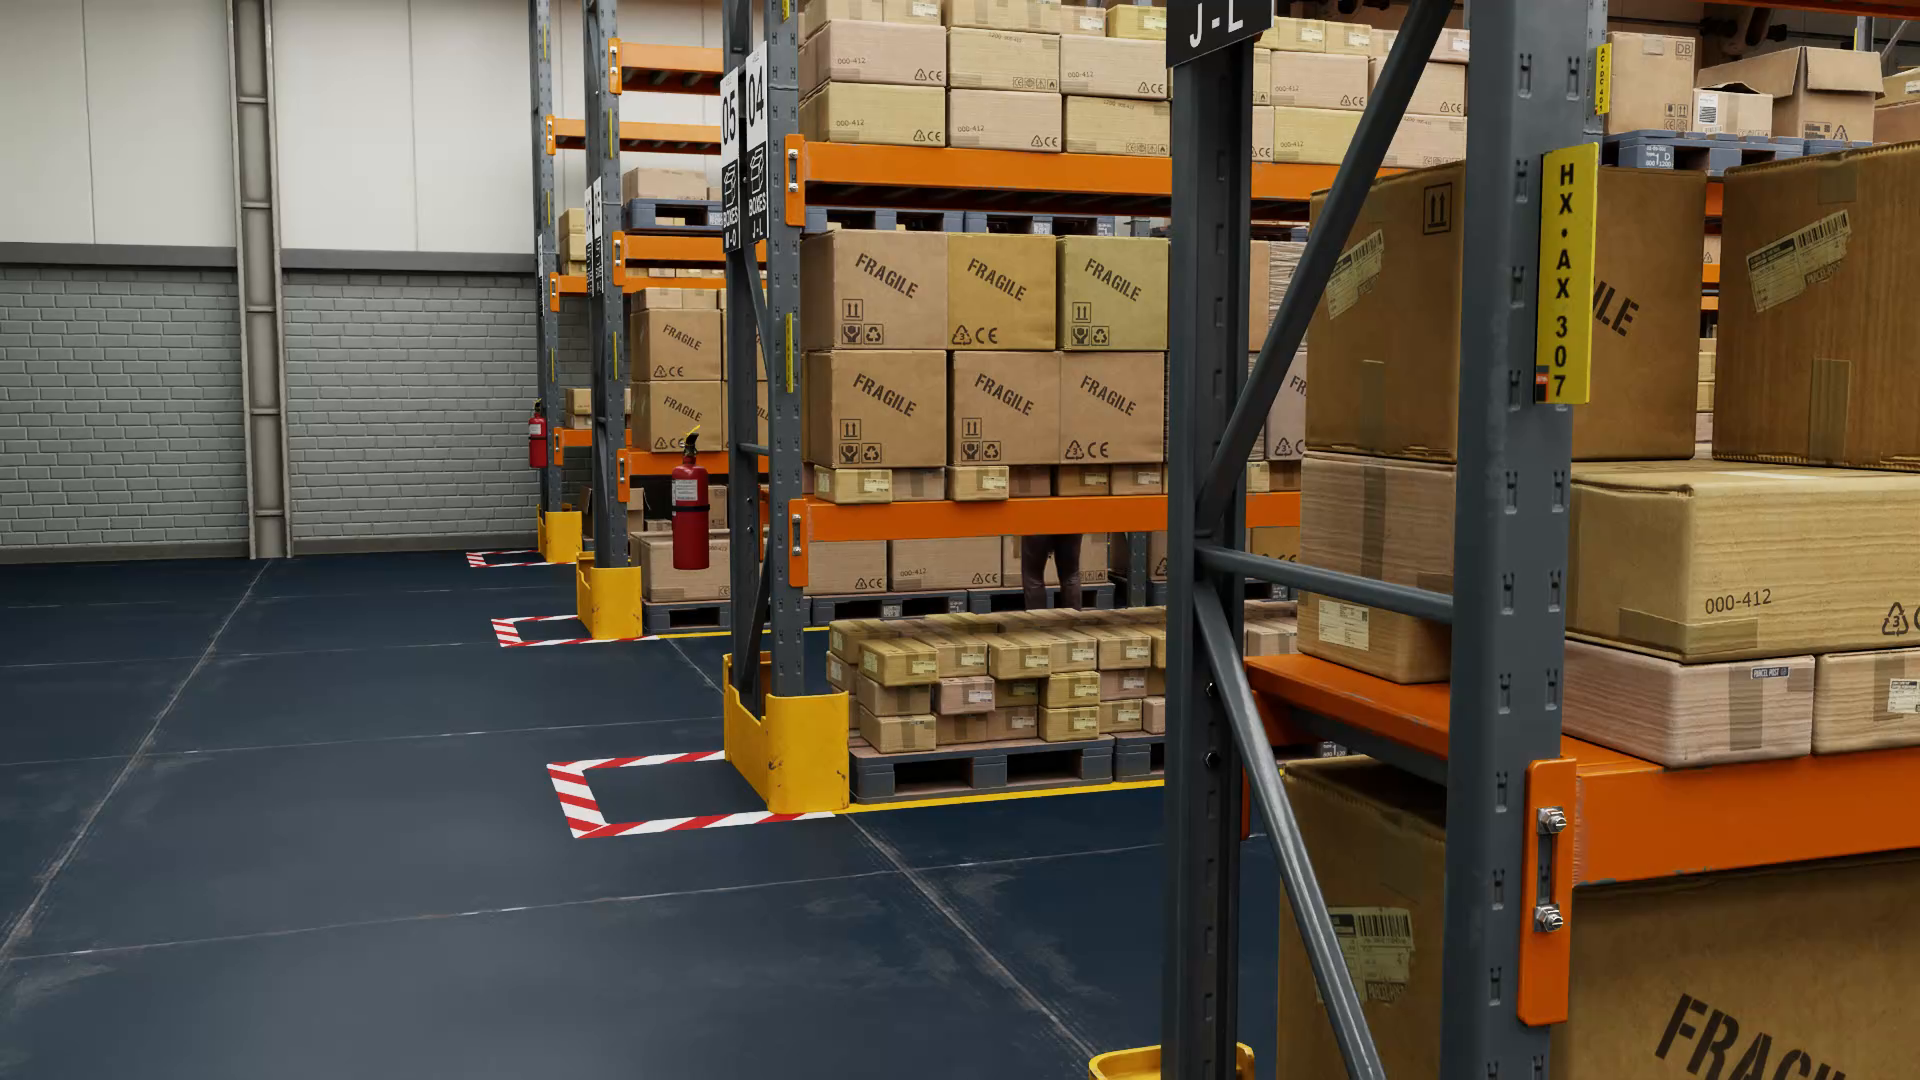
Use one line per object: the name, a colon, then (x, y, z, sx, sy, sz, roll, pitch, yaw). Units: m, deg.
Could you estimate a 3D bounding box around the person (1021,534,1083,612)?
person: (0.612, -0.138, 11.290, 0.551, 1.727, 0.470, -2, 6, -20)
